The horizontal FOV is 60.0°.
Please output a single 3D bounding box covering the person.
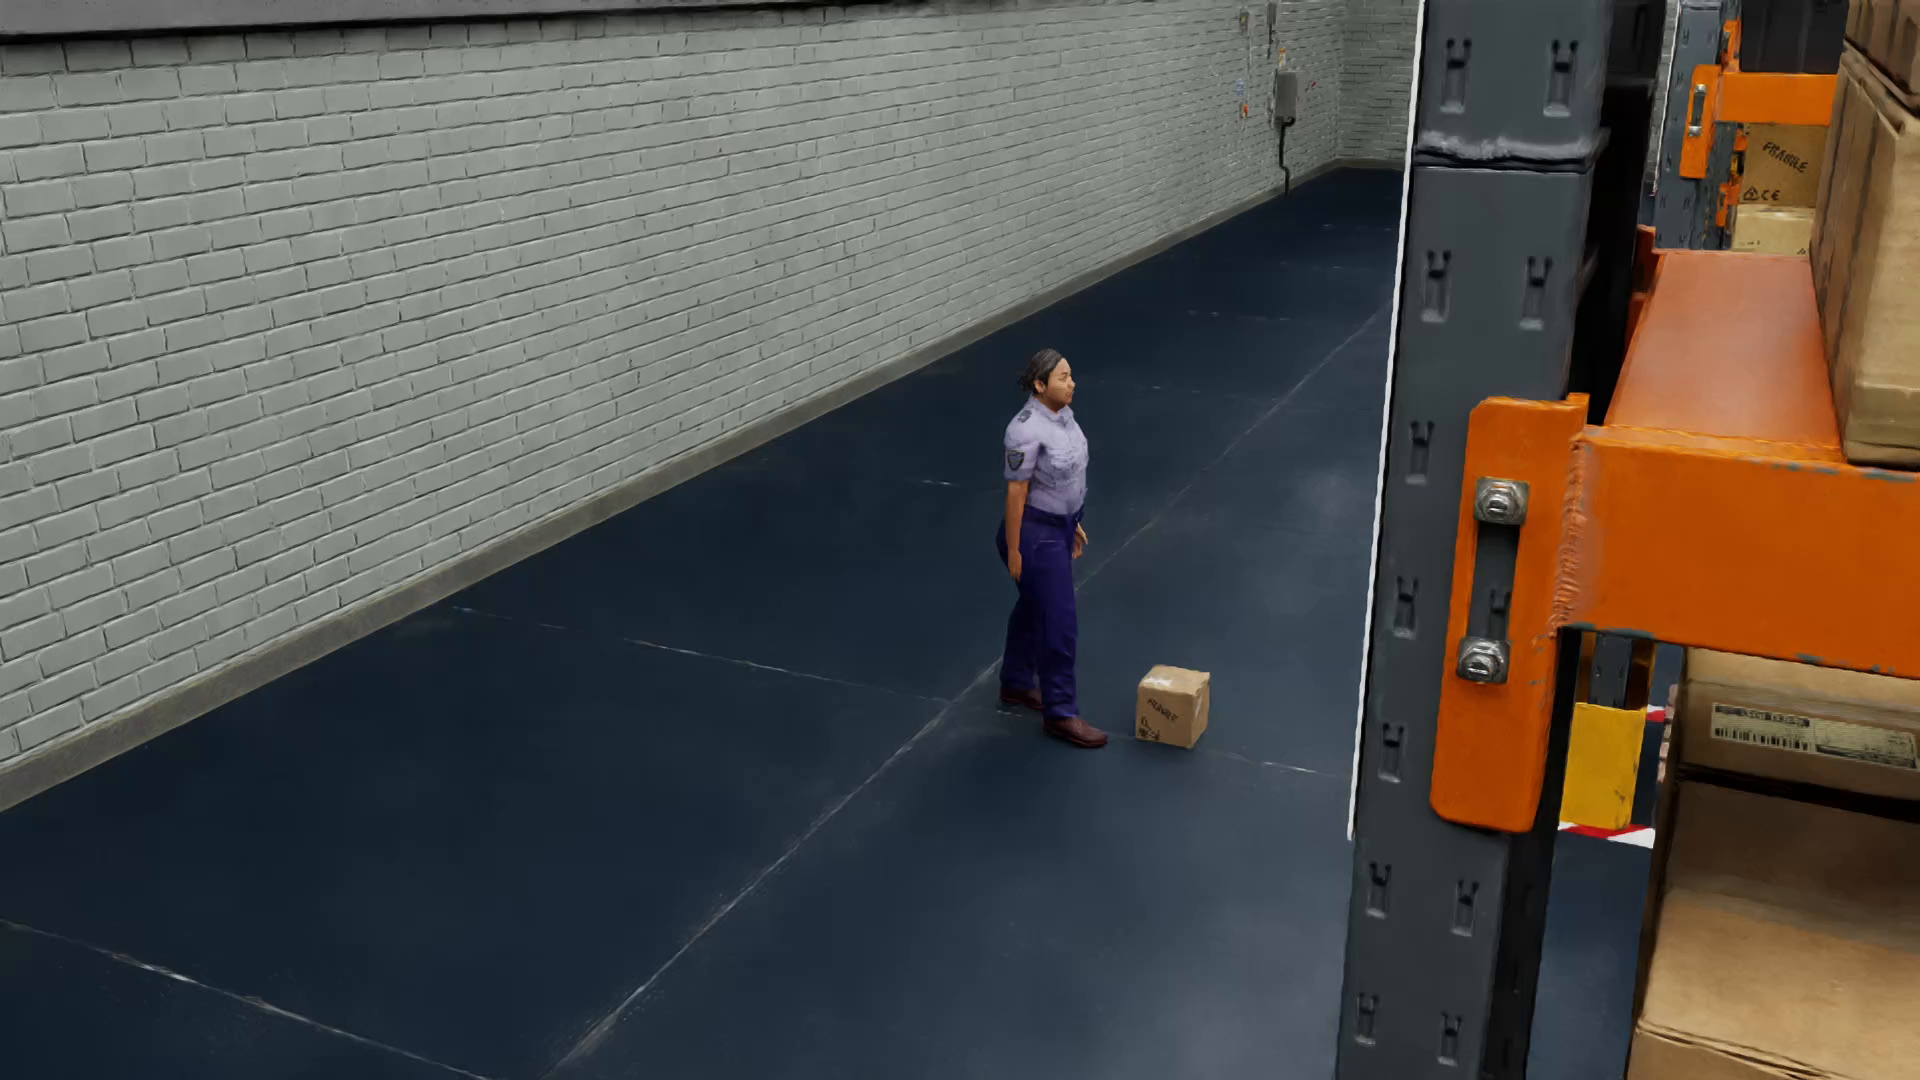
[{"bbox_3d":[0.429,0.001,7.072,0.586,1.641,0.509,8,21,21],"label":"person"}]
